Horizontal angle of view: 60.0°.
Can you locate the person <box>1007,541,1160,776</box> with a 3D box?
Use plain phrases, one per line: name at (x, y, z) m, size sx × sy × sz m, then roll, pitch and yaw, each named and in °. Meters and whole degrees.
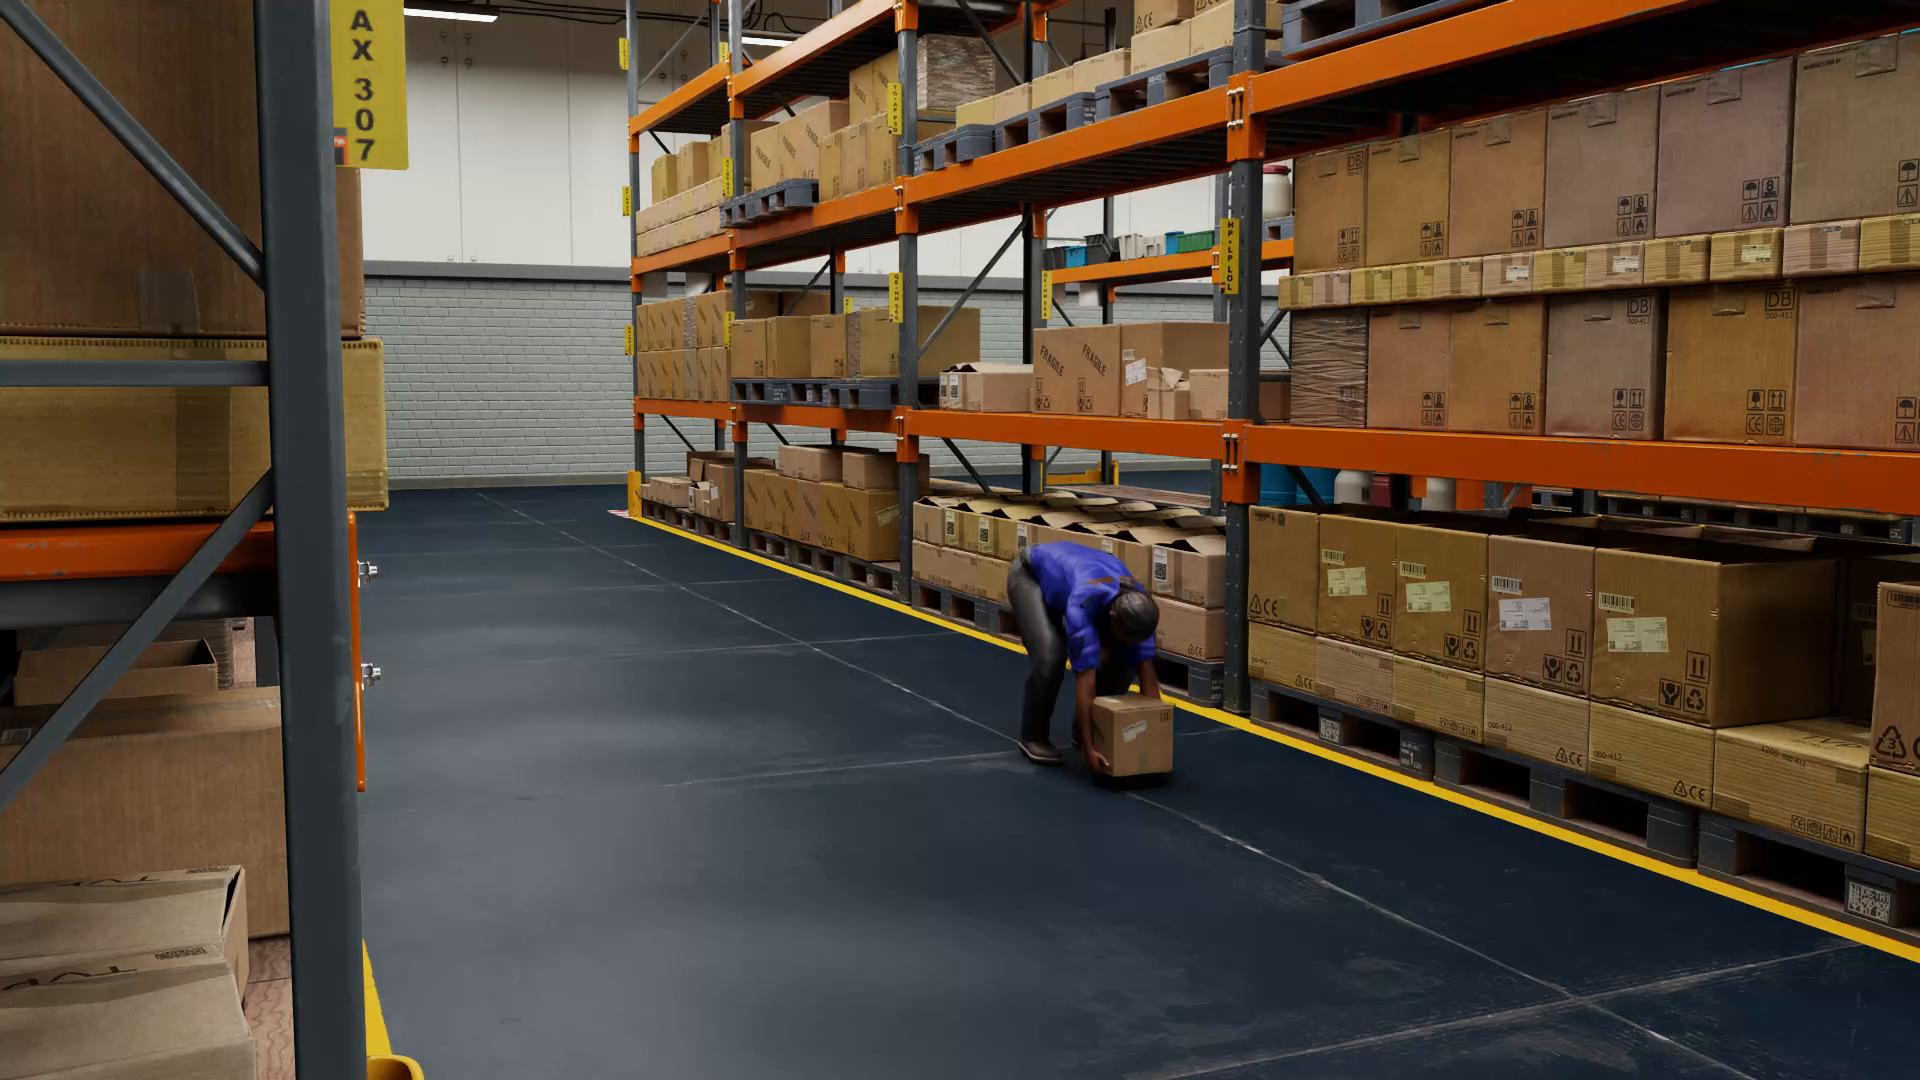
person at (0.509, 0.452, 6.488) m, size 0.465 × 0.864 × 0.866 m, roll -3°, pitch 6°, yaw -26°
